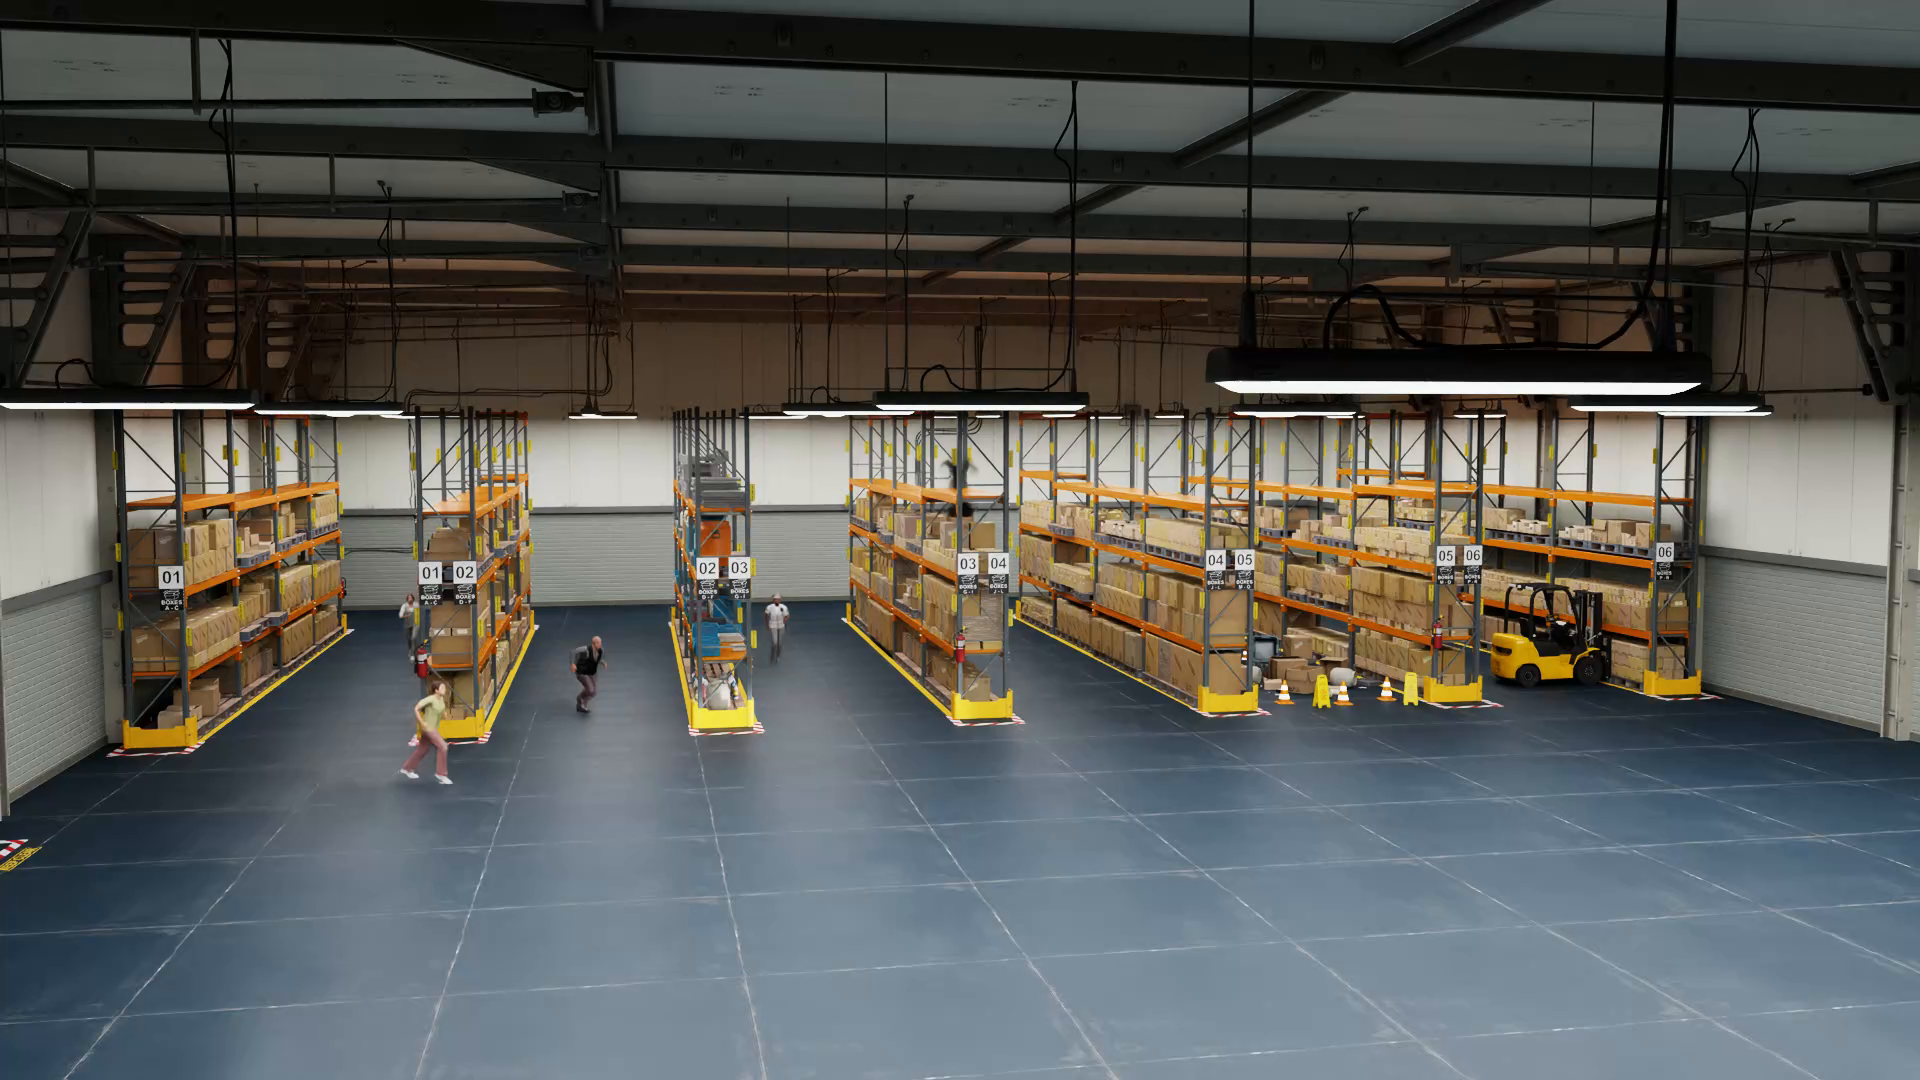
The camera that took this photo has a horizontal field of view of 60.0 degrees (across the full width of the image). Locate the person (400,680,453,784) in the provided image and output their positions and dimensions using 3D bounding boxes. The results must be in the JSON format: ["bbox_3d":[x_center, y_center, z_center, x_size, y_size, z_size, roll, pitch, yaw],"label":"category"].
[{"bbox_3d":[-8.478,3.047,26.356,0.872,1.669,0.602,0,4,6],"label":"person"}]

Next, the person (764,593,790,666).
[{"bbox_3d":[-4.298,2.106,39.173,0.580,1.726,0.724,-1,4,-15],"label":"person"}]

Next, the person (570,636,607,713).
[{"bbox_3d":[-7.265,2.639,32.462,0.858,1.551,0.693,4,5,41],"label":"person"}]

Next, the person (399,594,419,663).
[{"bbox_3d":[-13.120,2.073,39.744,0.510,1.609,0.861,-1,4,-12],"label":"person"}]
